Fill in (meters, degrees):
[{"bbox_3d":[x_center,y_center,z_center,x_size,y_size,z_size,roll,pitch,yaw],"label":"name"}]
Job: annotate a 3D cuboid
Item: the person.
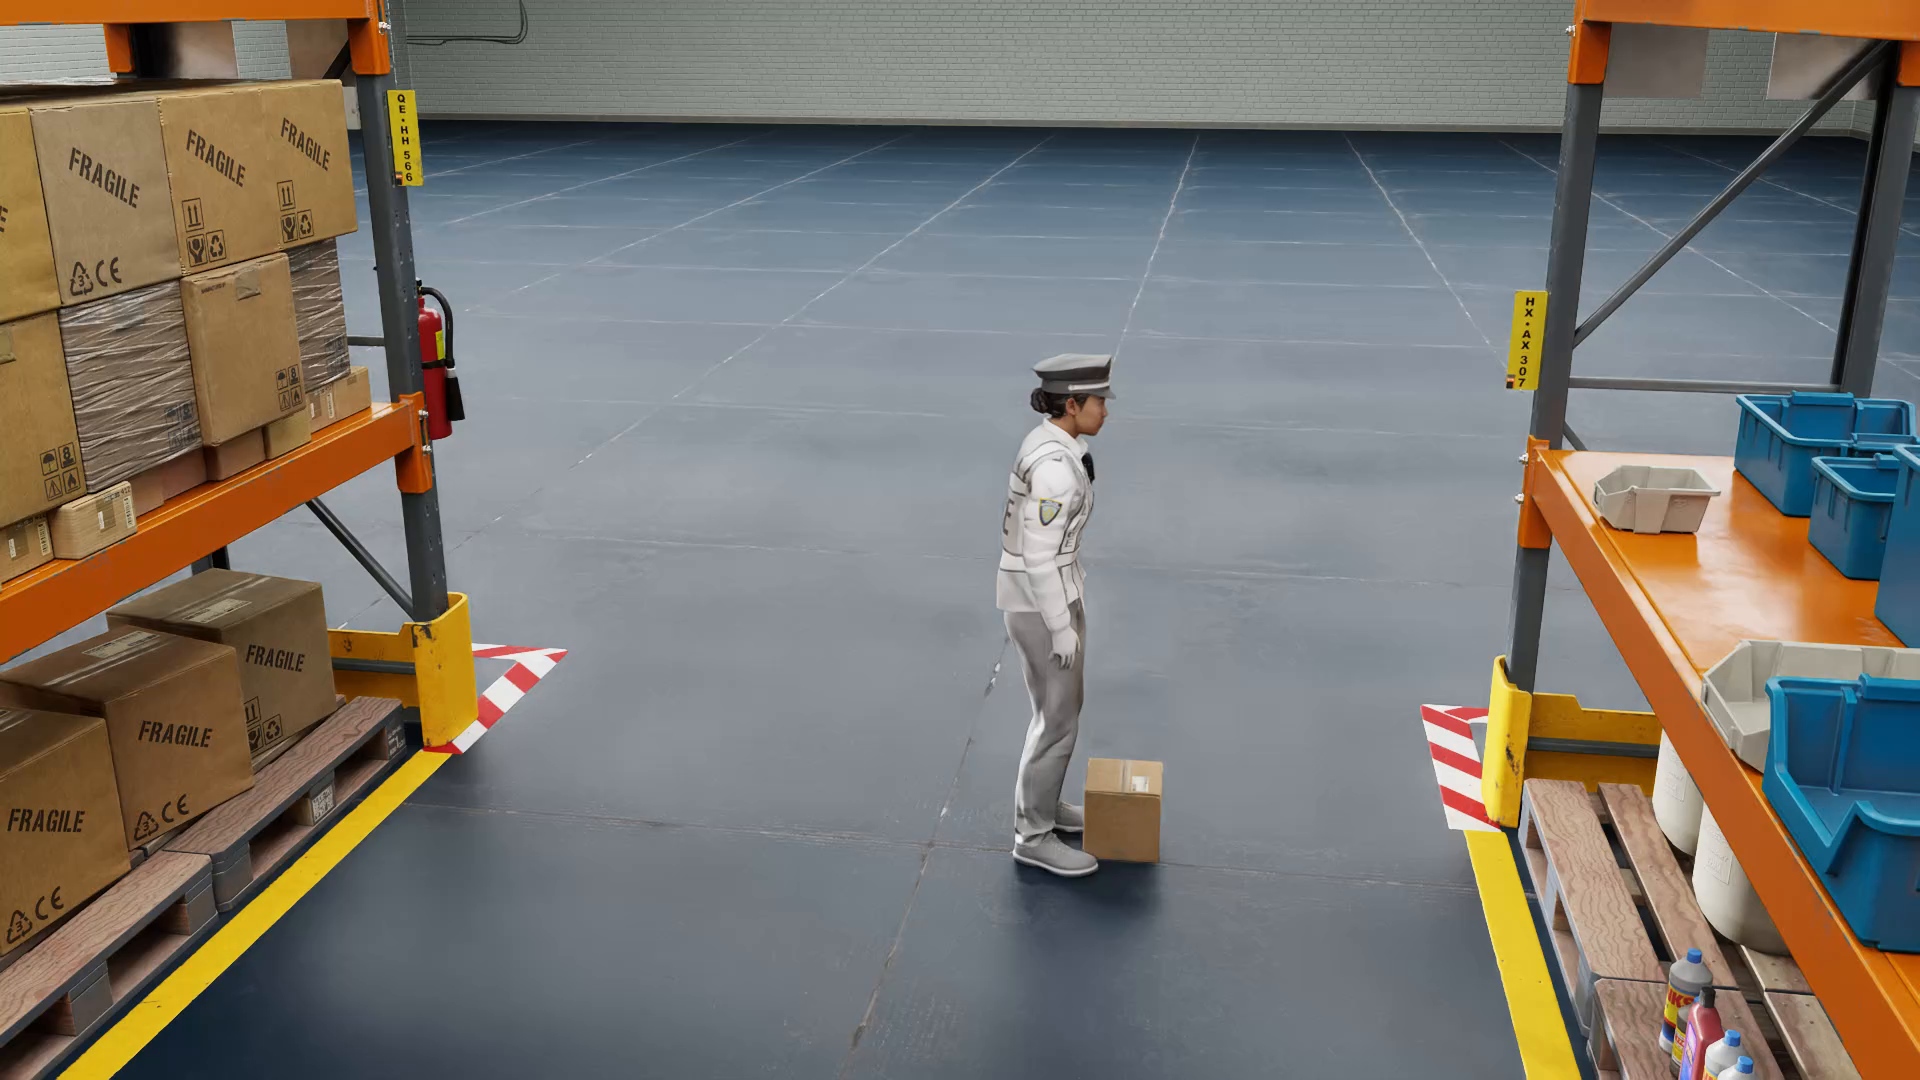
[{"bbox_3d":[0.302,0.221,5.368,0.367,1.663,0.516,2,18,7],"label":"person"}]
